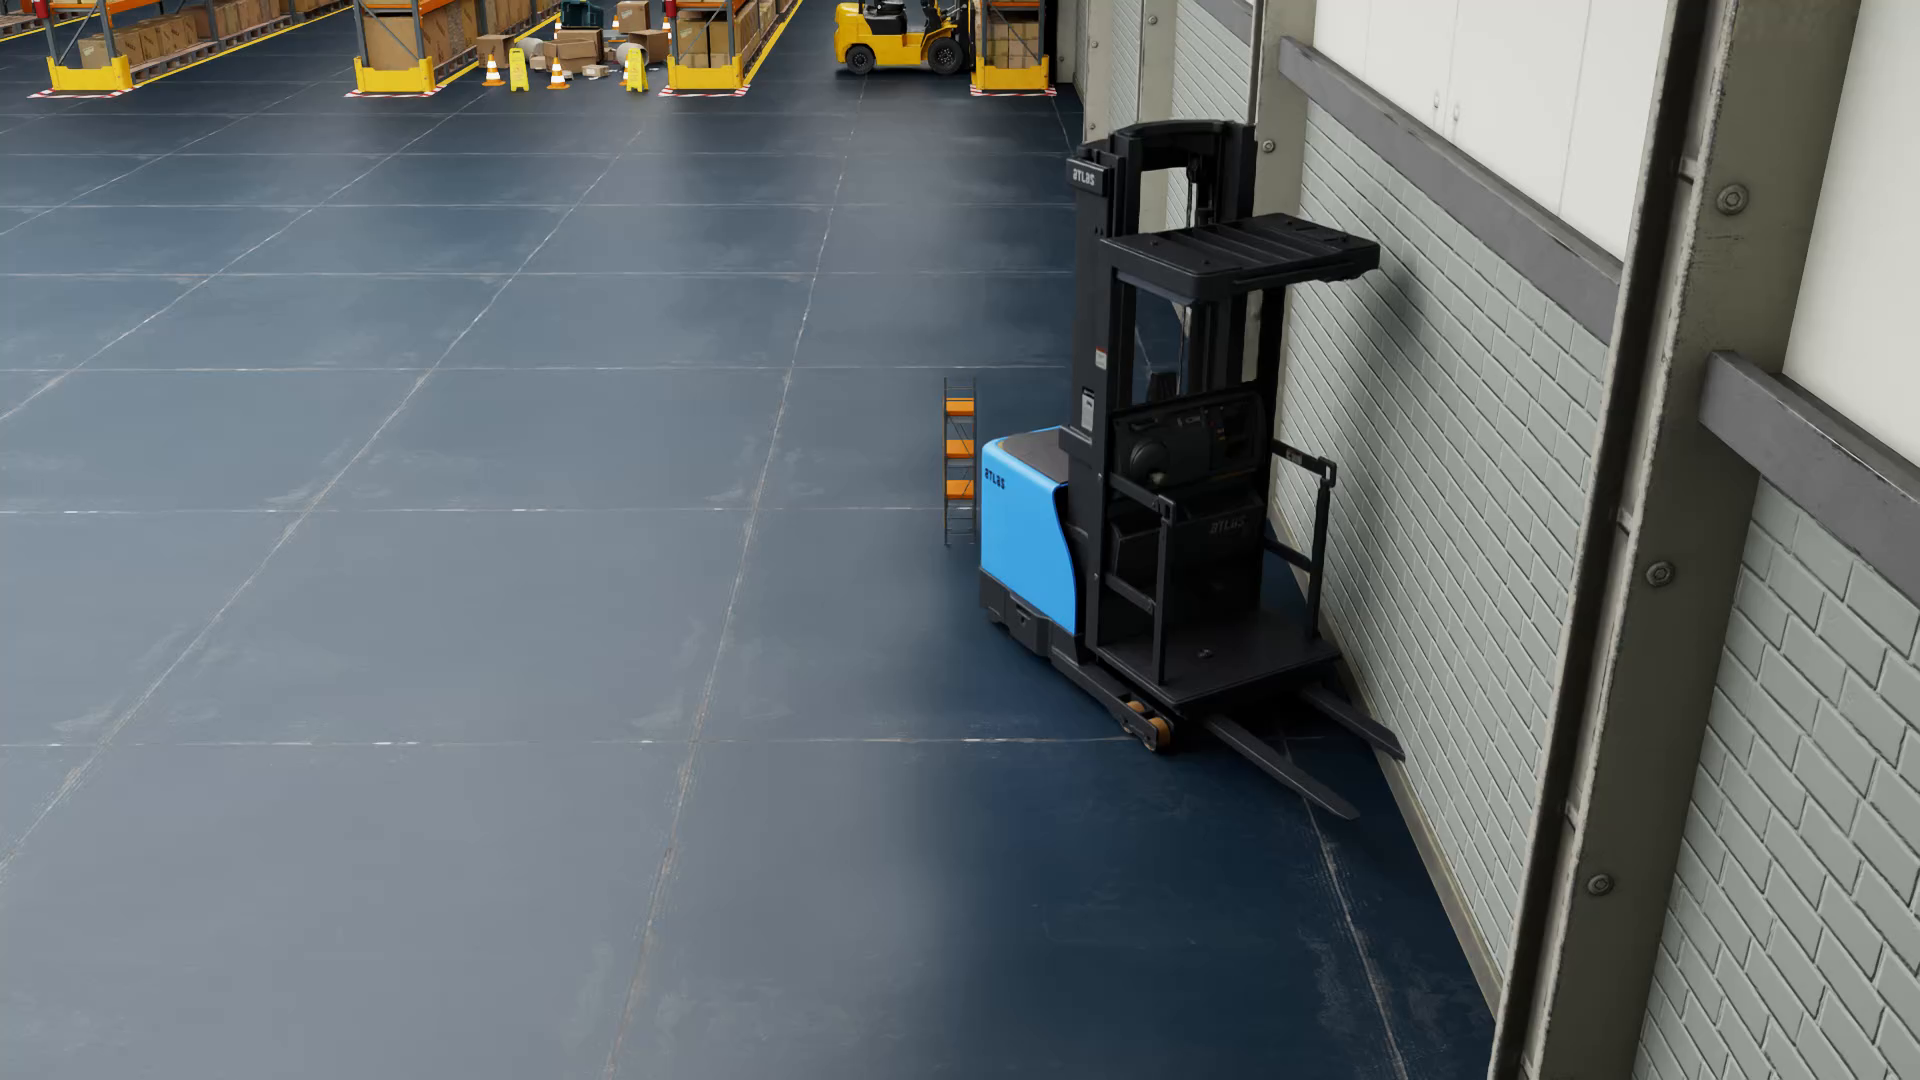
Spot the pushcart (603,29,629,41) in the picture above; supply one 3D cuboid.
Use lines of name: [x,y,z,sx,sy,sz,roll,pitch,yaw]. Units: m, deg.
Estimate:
pushcart: [-6.440,-9.116,30.448,1.648,0.377,0.936,-9,26,-19]

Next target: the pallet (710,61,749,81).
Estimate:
pallet: [-4.092,-7.789,27.716,1.003,0.211,1.213,0,24,-1]

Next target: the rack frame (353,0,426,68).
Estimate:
rack frame: [-9.066,-8.629,26.190,1.000,3.000,0.127,0,24,-1]

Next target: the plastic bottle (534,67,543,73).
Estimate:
plastic bottle: [-7.224,-8.055,28.485,0.133,0.061,0.283,-9,26,-19]

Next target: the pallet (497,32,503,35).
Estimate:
pallet: [-9.193,-9.325,31.111,1.003,0.211,1.213,0,24,-1]

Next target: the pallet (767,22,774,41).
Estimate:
pallet: [-4.187,-9.896,32.374,1.003,0.211,1.213,0,24,-1]

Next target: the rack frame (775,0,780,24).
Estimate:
rack frame: [-4.204,-11.990,33.620,1.000,3.000,0.127,0,24,-1]

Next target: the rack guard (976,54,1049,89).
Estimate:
rack guard: [0.846,-7.568,26.877,1.175,0.500,0.348,0,24,-1]

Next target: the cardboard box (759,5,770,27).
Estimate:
cardboard box: [-4.190,-10.135,32.197,0.950,0.372,0.625,1,24,1]

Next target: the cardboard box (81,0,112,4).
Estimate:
cardboard box: [-13.791,-8.653,26.547,0.380,0.149,0.250,0,24,-1]

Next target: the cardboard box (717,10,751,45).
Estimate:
cardboard box: [-3.858,-8.739,28.350,0.500,0.500,0.500,0,24,0]

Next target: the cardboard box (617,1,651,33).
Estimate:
cardboard box: [-5.940,-9.527,30.290,0.500,0.500,0.500,0,24,-1]

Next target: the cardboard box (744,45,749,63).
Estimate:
cardboard box: [-3.847,-8.176,28.014,0.500,0.250,0.500,1,24,1]

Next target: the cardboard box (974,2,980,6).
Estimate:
cardboard box: [0.490,-9.348,29.393,0.500,0.250,0.500,0,24,0]

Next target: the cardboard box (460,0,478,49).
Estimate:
cardboard box: [-9.173,-9.242,29.612,0.875,0.875,0.875,0,24,0]

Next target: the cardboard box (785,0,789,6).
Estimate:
cardboard box: [-4.134,-11.866,35.414,0.875,0.875,0.875,0,24,0]

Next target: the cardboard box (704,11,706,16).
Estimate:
cardboard box: [-4.457,-8.853,27.814,0.380,0.149,0.250,0,24,0]

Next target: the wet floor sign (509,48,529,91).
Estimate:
wet floor sign: [-7.086,-7.554,26.669,0.267,0.644,0.232,-4,25,-10]

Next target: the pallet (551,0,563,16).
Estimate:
pallet: [-9.171,-11.479,35.874,1.003,0.211,1.213,0,24,-1]

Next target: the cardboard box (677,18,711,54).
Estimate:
cardboard box: [-4.387,-8.303,27.384,0.500,0.500,0.500,0,24,0]

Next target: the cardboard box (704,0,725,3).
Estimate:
cardboard box: [-3.914,-8.720,26.695,0.380,0.149,0.250,0,24,0]

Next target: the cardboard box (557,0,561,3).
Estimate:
cardboard box: [-8.930,-11.900,35.945,0.500,0.500,0.500,-1,24,-2]

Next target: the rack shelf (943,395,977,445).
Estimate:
rack shelf: [-0.001,-0.749,10.470,0.215,0.259,0.240,0,24,-1]

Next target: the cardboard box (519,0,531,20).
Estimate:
cardboard box: [-9.236,-10.841,33.300,1.050,0.750,0.750,-1,24,-1]

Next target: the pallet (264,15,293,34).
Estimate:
pallet: [-14.107,-10.353,33.384,1.003,0.211,1.213,0,24,-1]

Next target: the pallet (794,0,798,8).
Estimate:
pallet: [-4.164,-12.050,37.137,1.003,0.211,1.213,0,24,-1]

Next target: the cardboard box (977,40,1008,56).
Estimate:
cardboard box: [0.528,-8.083,27.202,0.500,0.250,0.500,-1,24,-1]

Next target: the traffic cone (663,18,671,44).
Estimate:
traffic cone: [-5.574,-9.690,31.614,0.336,0.463,0.334,0,24,-1]

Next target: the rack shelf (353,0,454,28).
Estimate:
rack shelf: [-9.088,-9.126,28.161,1.077,0.370,4.000,0,24,-1]

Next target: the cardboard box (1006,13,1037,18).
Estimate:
cardboard box: [1.026,-8.722,28.009,0.500,0.250,0.500,0,24,-1]

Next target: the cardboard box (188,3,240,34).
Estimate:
cardboard box: [-14.042,-9.808,31.296,0.700,0.500,0.500,0,24,-1]

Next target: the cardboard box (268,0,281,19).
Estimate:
cardboard box: [-14.087,-10.731,33.336,0.700,0.500,0.500,-2,24,-3]

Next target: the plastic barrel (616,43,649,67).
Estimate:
plastic barrel: [-5.654,-8.364,28.729,0.512,0.421,0.421,19,30,35]

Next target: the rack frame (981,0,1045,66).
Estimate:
rack frame: [0.846,-8.717,26.384,1.000,3.000,0.127,0,24,-1]

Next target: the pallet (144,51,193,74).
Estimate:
pallet: [-14.011,-8.246,28.726,1.003,0.211,1.213,0,24,-1]

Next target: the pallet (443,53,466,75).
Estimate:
pallet: [-9.163,-8.190,28.601,1.003,0.211,1.213,0,24,-1]

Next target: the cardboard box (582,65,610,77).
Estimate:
cardboard box: [-6.151,-7.925,28.092,0.380,0.149,0.250,13,27,27]

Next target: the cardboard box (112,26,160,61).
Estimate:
cardboard box: [-14.045,-8.463,28.345,0.500,0.500,0.500,2,24,4]

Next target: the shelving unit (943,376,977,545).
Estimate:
shelving unit: [-0.001,-0.500,10.582,0.215,1.050,0.252,0,24,-1]

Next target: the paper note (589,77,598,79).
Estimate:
paper note: [-6.118,-7.721,27.785,0.148,0.019,0.142,-9,26,-19]

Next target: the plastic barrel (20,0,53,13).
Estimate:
plastic barrel: [-19.089,-11.327,34.279,0.600,0.830,0.708,0,24,-1]

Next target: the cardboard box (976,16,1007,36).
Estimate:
cardboard box: [0.518,-8.510,27.540,0.500,0.250,0.500,0,24,0]

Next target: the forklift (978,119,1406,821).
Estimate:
forklift: [1.279,-0.488,8.272,1.130,2.935,3.031,-13,28,-27]

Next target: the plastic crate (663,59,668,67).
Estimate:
plastic crate: [-4.964,-8.361,29.139,0.402,0.080,0.583,-9,26,-19]

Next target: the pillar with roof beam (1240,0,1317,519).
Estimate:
pillar with roof beam: [-2.369,-4.305,9.349,9.100,9.000,0.400,0,24,-1]

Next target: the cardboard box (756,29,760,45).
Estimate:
cardboard box: [-3.886,-9.038,29.920,0.500,0.250,0.500,1,24,2]
